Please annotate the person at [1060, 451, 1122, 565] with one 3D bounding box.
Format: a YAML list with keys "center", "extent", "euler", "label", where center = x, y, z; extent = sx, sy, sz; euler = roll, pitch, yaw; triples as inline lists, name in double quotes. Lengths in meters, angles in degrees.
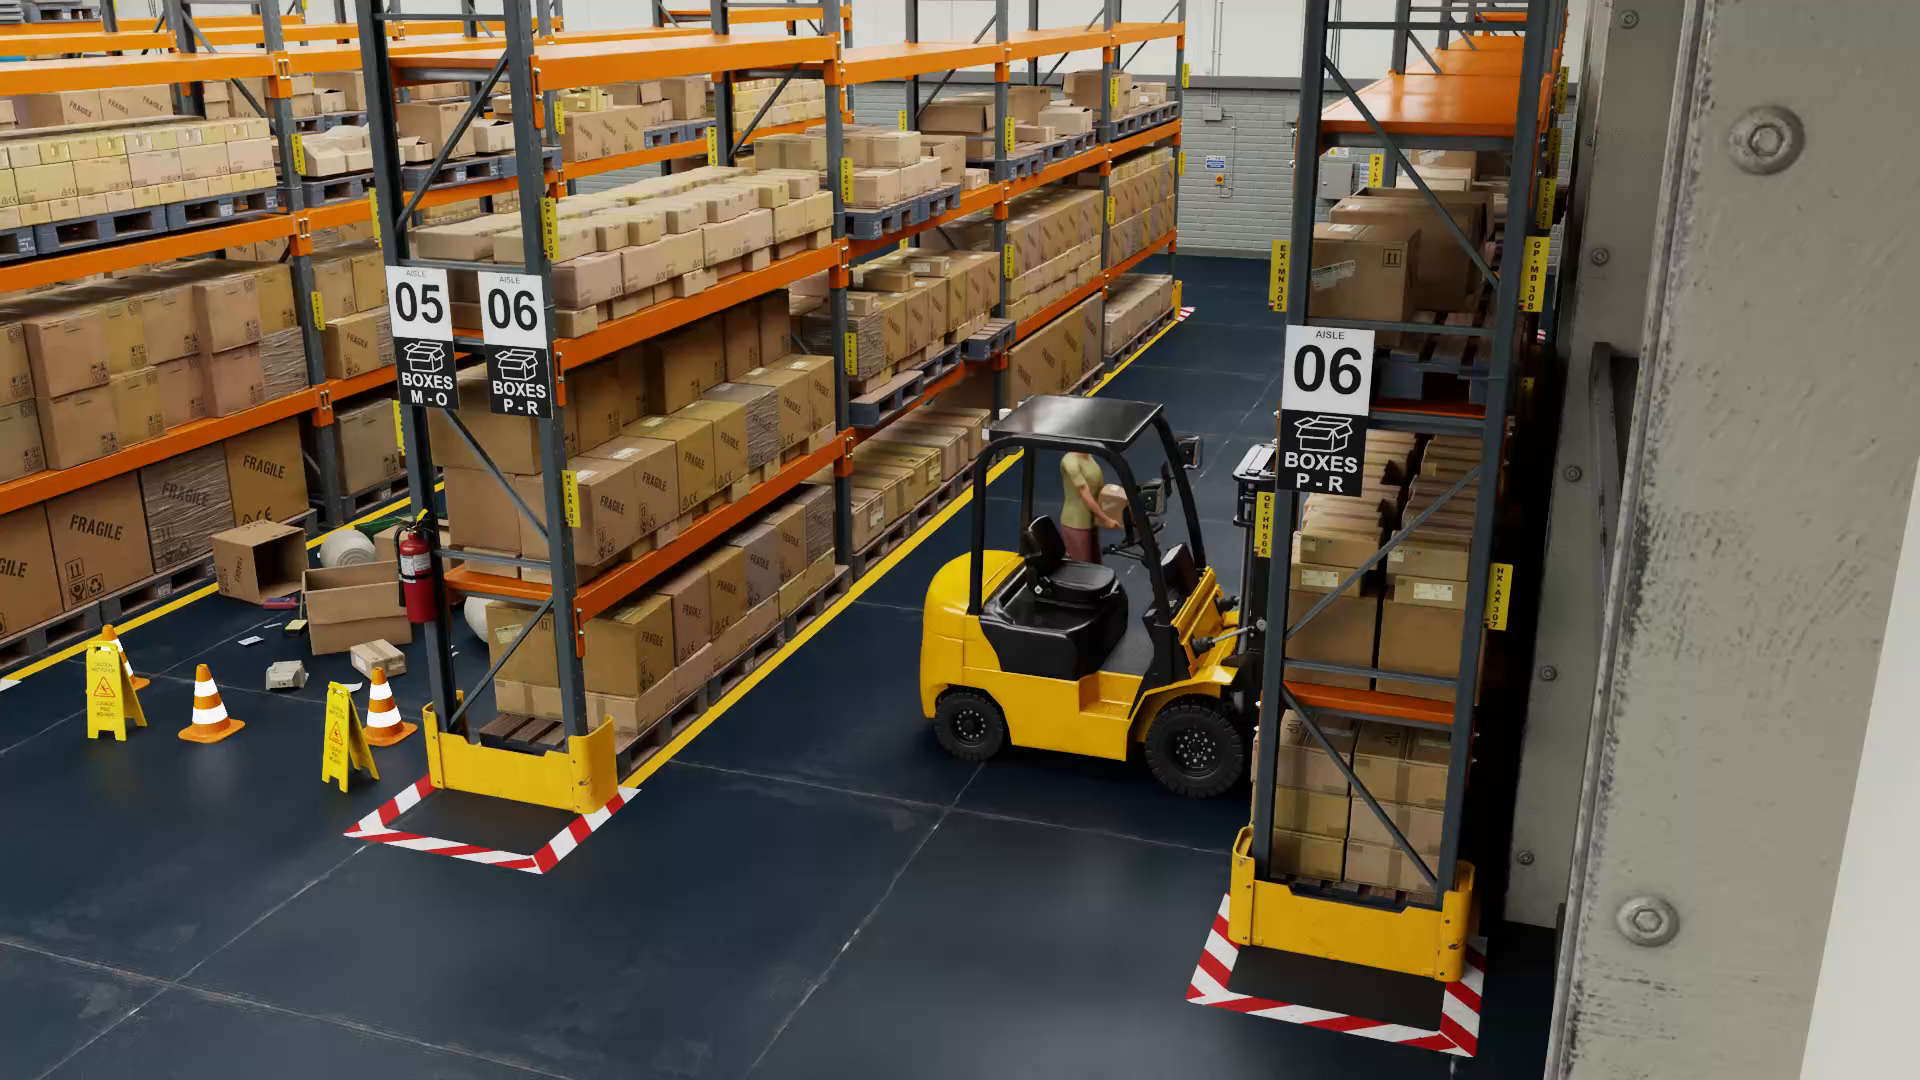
- center: [0.972, -0.098, 12.371]
  extent: [0.538, 1.668, 0.421]
  euler: [6, 20, 18]
  label: "person"
